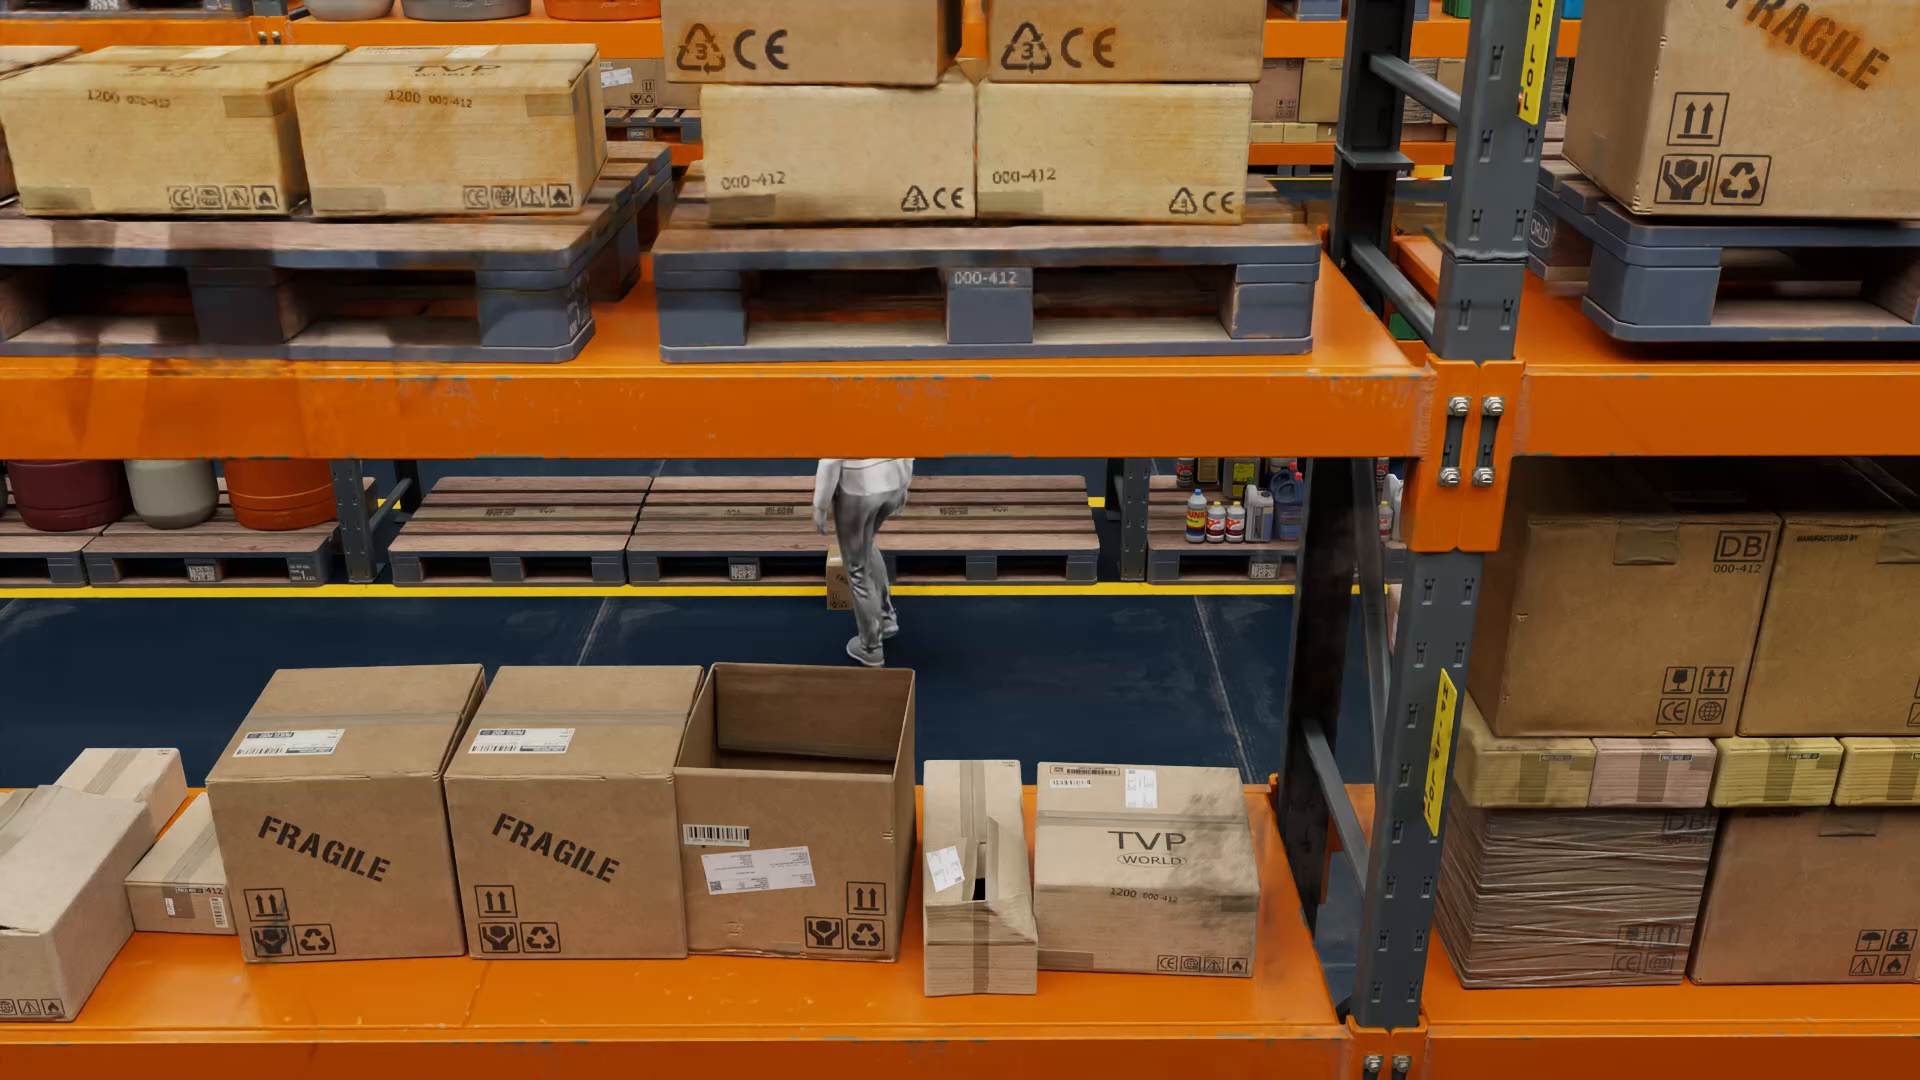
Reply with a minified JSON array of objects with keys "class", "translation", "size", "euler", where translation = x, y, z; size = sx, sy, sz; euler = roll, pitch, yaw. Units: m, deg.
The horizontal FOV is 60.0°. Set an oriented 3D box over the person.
[{"class":"person","translation":[-0.472,-0.190,7.539],"size":[0.508,1.704,0.414],"euler":[-22,32,-40]}]
